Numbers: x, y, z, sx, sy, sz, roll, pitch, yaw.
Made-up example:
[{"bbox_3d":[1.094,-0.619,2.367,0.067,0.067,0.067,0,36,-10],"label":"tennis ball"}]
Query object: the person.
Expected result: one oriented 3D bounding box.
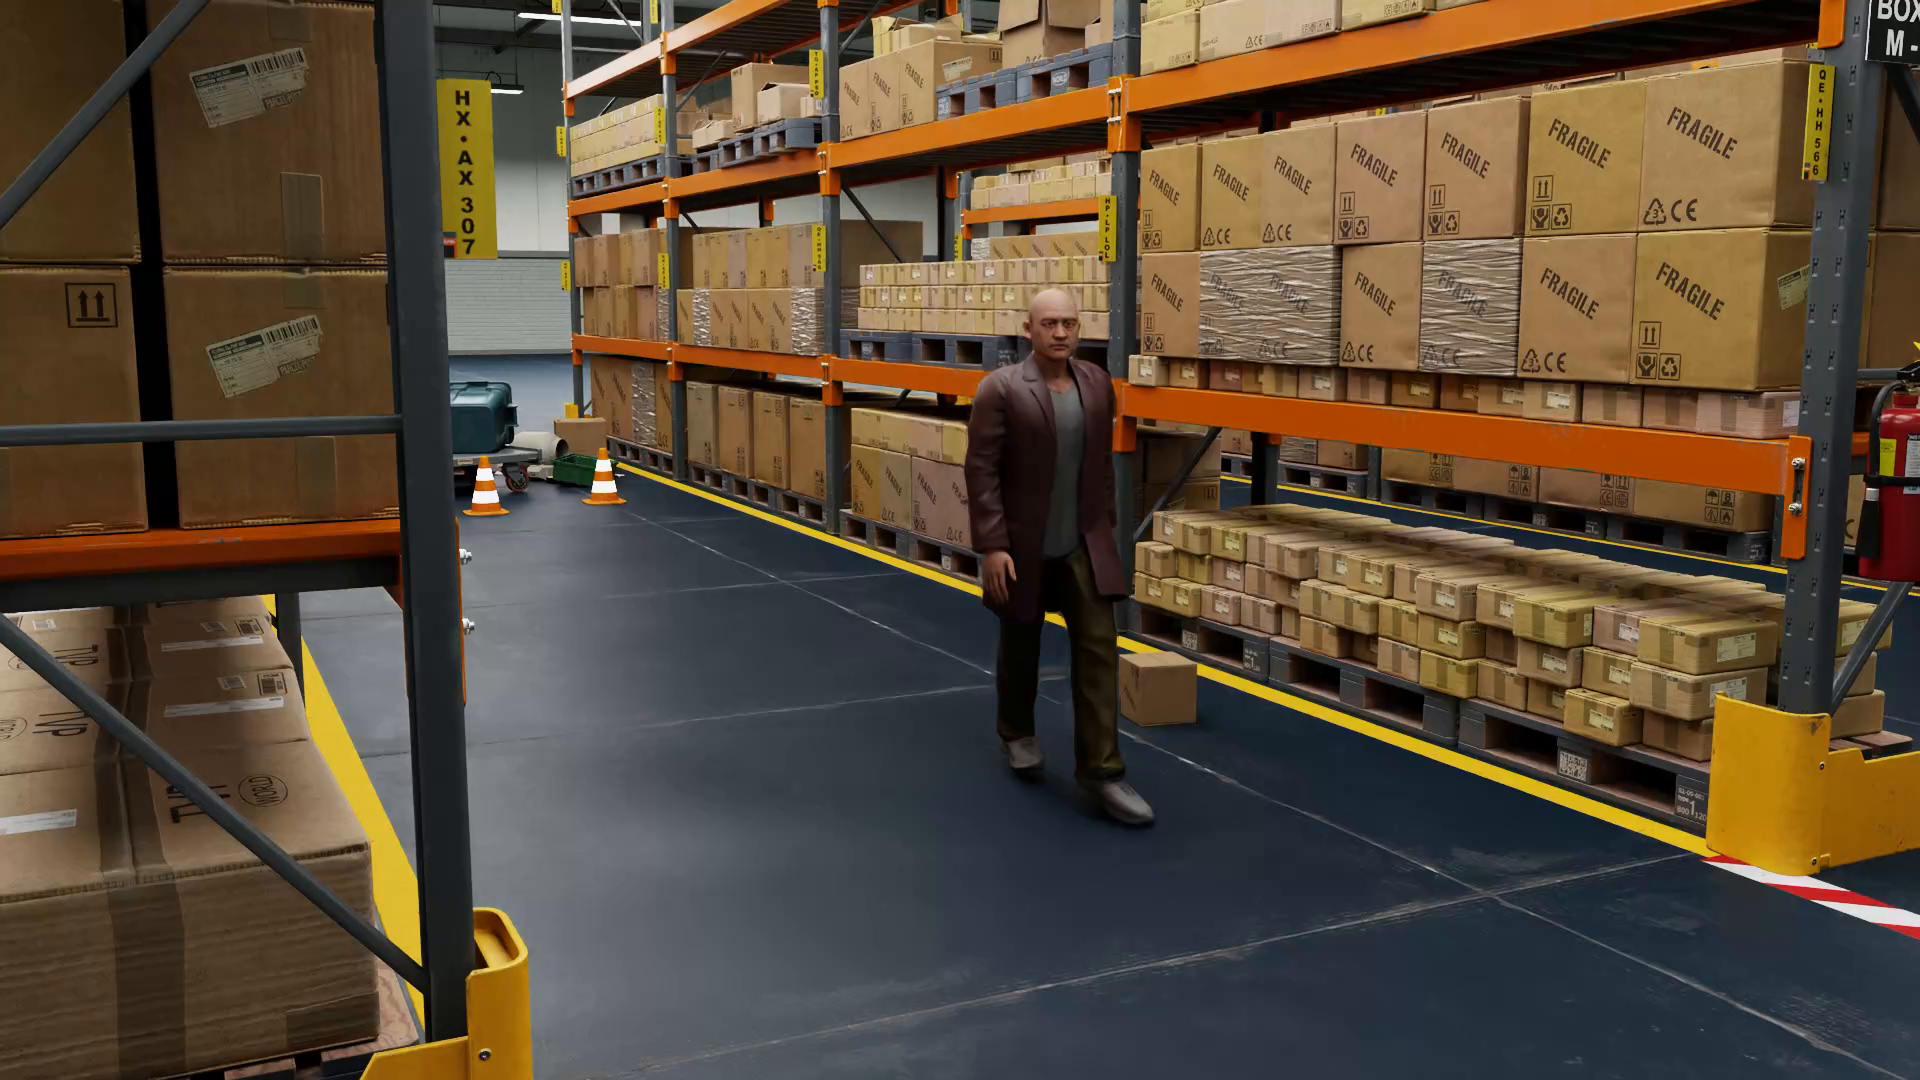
[{"bbox_3d":[0.312,0.067,5.752,0.615,1.649,0.956,-2,9,-14],"label":"person"}]
